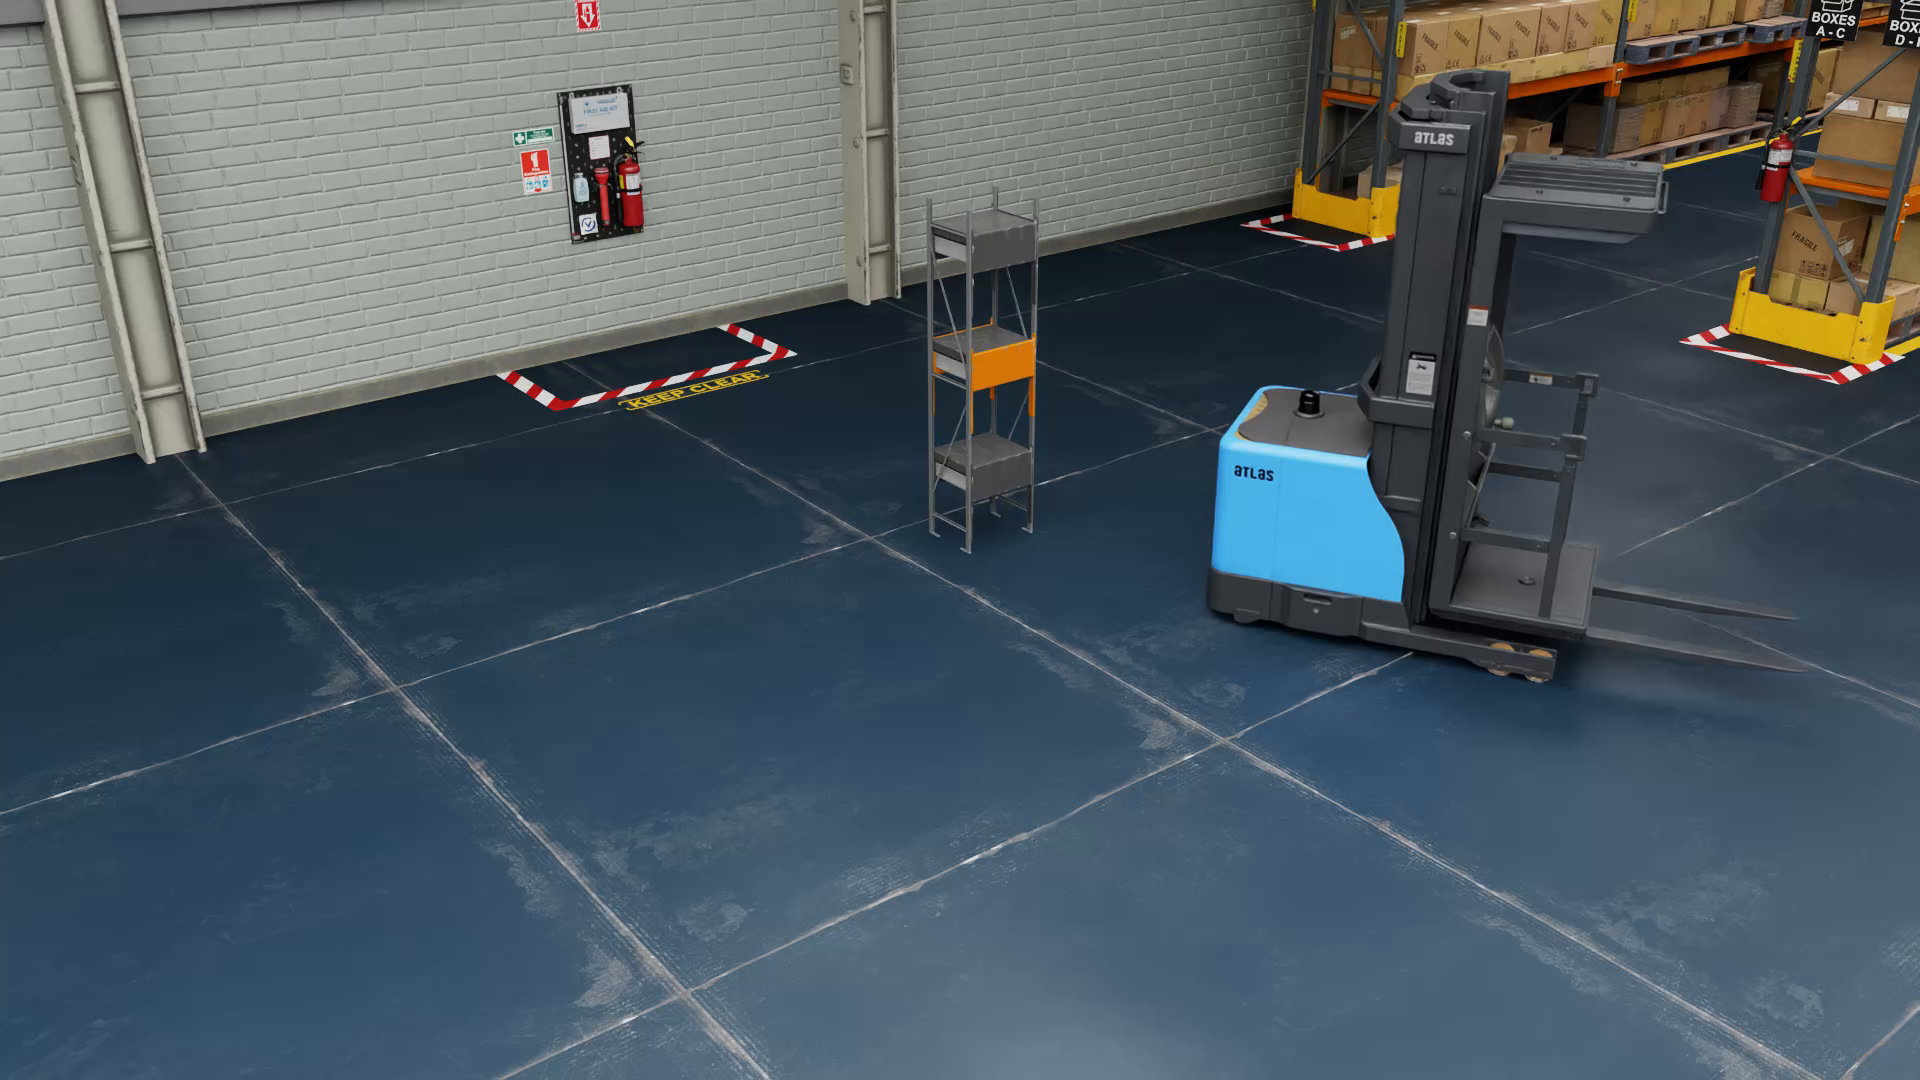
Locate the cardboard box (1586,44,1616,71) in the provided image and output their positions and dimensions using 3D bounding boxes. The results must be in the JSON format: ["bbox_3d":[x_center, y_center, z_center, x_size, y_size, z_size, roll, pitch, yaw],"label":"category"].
[{"bbox_3d":[6.892,-5.388,18.450,0.500,0.250,0.500,-18,30,-34],"label":"cardboard box"}]

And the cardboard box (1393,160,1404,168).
[{"bbox_3d":[4.979,-3.909,17.781,0.500,0.311,0.500,-15,29,-30],"label":"cardboard box"}]

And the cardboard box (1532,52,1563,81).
[{"bbox_3d":[6.109,-5.125,17.884,0.500,0.250,0.500,-18,31,-34],"label":"cardboard box"}]

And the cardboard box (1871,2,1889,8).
[{"bbox_3d":[11.980,-7.339,22.005,0.500,0.500,0.500,-17,30,-33],"label":"cardboard box"}]

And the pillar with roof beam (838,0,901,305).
[{"bbox_3d":[1.882,-4.836,9.980,0.400,9.000,9.100,-18,31,-34],"label":"pillar with roof beam"}]

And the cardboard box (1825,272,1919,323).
[{"bbox_3d":[7.549,-2.000,13.763,0.500,0.250,0.500,-18,31,-34],"label":"cardboard box"}]

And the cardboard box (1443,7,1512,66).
[{"bbox_3d":[5.297,-5.194,17.142,0.500,0.500,0.500,-19,31,-36],"label":"cardboard box"}]

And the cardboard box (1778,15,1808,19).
[{"bbox_3d":[10.627,-6.613,21.211,0.250,0.149,0.380,-19,31,-35],"label":"cardboard box"}]

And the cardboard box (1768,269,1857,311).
[{"bbox_3d":[7.230,-2.171,14.133,0.500,0.250,0.500,-18,31,-34],"label":"cardboard box"}]

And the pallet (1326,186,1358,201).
[{"bbox_3d":[4.651,-3.585,17.724,1.213,0.211,1.003,-18,31,-34],"label":"pallet"}]

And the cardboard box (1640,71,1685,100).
[{"bbox_3d":[8.398,-5.525,20.146,0.500,0.250,0.500,-19,31,-35],"label":"cardboard box"}]

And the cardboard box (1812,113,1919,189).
[{"bbox_3d":[7.365,-3.153,13.362,0.500,0.500,0.700,-18,31,-34],"label":"cardboard box"}]

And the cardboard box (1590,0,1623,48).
[{"bbox_3d":[6.897,-5.726,18.288,0.500,0.500,0.500,-18,31,-34],"label":"cardboard box"}]

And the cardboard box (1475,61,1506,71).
[{"bbox_3d":[5.314,-4.864,17.321,0.500,0.250,0.500,-19,31,-35],"label":"cardboard box"}]

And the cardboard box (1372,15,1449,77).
[{"bbox_3d":[4.491,-4.937,16.587,0.500,0.500,0.500,-18,31,-34],"label":"cardboard box"}]

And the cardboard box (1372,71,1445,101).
[{"bbox_3d":[4.510,-4.594,16.739,0.500,0.250,0.500,-19,31,-35],"label":"cardboard box"}]

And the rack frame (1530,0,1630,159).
[{"bbox_3d":[7.078,-5.670,18.904,0.127,3.000,1.000,-18,31,-34],"label":"rack frame"}]

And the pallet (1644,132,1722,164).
[{"bbox_3d":[8.650,-4.927,20.615,1.213,0.211,1.003,-18,31,-34],"label":"pallet"}]

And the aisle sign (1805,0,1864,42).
[{"bbox_3d":[6.757,-4.250,12.757,0.004,0.787,0.394,-18,31,-34],"label":"aisle sign"}]

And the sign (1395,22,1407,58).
[{"bbox_3d":[4.265,-4.844,16.096,0.005,0.325,0.100,-18,31,-34],"label":"sign"}]

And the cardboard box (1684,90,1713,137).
[{"bbox_3d":[8.840,-5.337,20.633,0.500,0.500,0.700,-18,31,-34],"label":"cardboard box"}]

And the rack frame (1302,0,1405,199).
[{"bbox_3d":[3.930,-4.631,16.665,0.127,3.000,1.000,-18,31,-34],"label":"rack frame"}]

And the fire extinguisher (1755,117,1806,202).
[{"bbox_3d":[6.610,-3.079,13.413,0.183,0.674,0.296,-18,31,-34],"label":"fire extinguisher"}]

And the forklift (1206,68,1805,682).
[{"bbox_3d":[2.945,-0.843,8.584,3.031,2.935,1.130,10,27,20],"label":"forklift"}]

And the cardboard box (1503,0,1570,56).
[{"bbox_3d":[6.104,-5.467,17.731,0.500,0.500,0.500,-19,31,-35],"label":"cardboard box"}]

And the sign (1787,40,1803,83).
[{"bbox_3d":[6.666,-3.807,13.233,0.005,0.325,0.100,-18,31,-34],"label":"sign"}]

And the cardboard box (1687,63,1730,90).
[{"bbox_3d":[9.204,-5.783,20.704,0.500,0.250,0.500,-18,30,-33],"label":"cardboard box"}]

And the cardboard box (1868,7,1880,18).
[{"bbox_3d":[12.039,-7.081,22.219,0.250,0.149,0.380,-17,30,-32],"label":"cardboard box"}]

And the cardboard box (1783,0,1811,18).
[{"bbox_3d":[10.766,-6.940,21.144,0.500,0.500,0.500,-17,30,-33],"label":"cardboard box"}]

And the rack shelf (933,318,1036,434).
[{"bbox_3d":[0.130,-0.983,9.906,0.480,0.518,0.431,-18,31,-34],"label":"rack shelf"}]

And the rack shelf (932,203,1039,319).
[{"bbox_3d":[0.130,-1.618,9.612,0.480,0.518,0.431,-18,31,-34],"label":"rack shelf"}]

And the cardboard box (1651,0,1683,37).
[{"bbox_3d":[7.944,-6.179,19.359,0.500,0.500,0.700,-15,29,-29],"label":"cardboard box"}]

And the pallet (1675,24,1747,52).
[{"bbox_3d":[8.693,-6.094,20.046,1.213,0.211,1.003,-18,31,-34],"label":"pallet"}]

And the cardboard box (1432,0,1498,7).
[{"bbox_3d":[5.373,-5.499,17.799,0.500,0.500,0.500,-18,30,-33],"label":"cardboard box"}]

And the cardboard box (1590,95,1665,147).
[{"bbox_3d":[8.022,-5.083,20.087,0.500,0.500,0.700,-19,31,-35],"label":"cardboard box"}]

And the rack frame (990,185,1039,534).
[{"bbox_3d":[0.322,-1.059,10.037,0.015,2.100,0.400,-18,31,-34],"label":"rack frame"}]

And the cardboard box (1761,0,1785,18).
[{"bbox_3d":[9.862,-6.829,20.759,0.500,0.500,0.700,-23,33,-40],"label":"cardboard box"}]

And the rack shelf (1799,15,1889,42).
[{"bbox_3d":[11.799,-6.902,22.414,4.000,0.370,1.077,-18,31,-34],"label":"rack shelf"}]

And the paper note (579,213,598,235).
[{"bbox_3d":[-2.924,-2.489,13.096,0.142,0.148,0.016,-18,31,-34],"label":"paper note"}]

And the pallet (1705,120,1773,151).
[{"bbox_3d":[9.610,-5.242,21.294,1.213,0.211,1.003,-18,31,-34],"label":"pallet"}]

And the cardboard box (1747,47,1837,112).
[{"bbox_3d":[10.885,-6.072,21.825,0.750,0.750,0.750,-19,31,-35],"label":"cardboard box"}]

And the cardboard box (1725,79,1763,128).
[{"bbox_3d":[9.691,-5.571,21.136,0.500,0.500,0.700,-18,30,-33],"label":"cardboard box"}]

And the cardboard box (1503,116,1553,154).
[{"bbox_3d":[6.286,-4.453,18.728,0.500,0.500,0.500,-21,32,-38],"label":"cardboard box"}]

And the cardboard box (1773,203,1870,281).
[{"bbox_3d":[7.228,-2.512,13.977,0.500,0.500,0.500,-18,31,-34],"label":"cardboard box"}]

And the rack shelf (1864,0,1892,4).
[{"bbox_3d":[8.564,-4.545,13.771,4.000,0.370,1.077,-18,31,-34],"label":"rack shelf"}]

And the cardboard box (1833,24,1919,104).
[{"bbox_3d":[7.407,-3.756,13.119,0.500,0.500,0.700,-18,30,-34],"label":"cardboard box"}]

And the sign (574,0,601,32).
[{"bbox_3d":[-2.810,-3.994,12.539,0.199,0.298,0.001,-18,31,-34],"label":"sign"}]

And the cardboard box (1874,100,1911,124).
[{"bbox_3d":[7.432,-3.361,13.040,0.250,0.149,0.380,-19,31,-34],"label":"cardboard box"}]

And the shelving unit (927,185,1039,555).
[{"bbox_3d":[0.130,-0.995,9.901,0.503,2.100,0.431,-18,31,-34],"label":"shelving unit"}]

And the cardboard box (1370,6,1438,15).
[{"bbox_3d":[4.572,-5.233,17.225,0.500,0.500,0.500,-18,30,-33],"label":"cardboard box"}]

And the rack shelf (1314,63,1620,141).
[{"bbox_3d":[5.504,-4.824,17.936,4.000,0.370,1.077,-18,31,-34],"label":"rack shelf"}]

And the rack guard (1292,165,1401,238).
[{"bbox_3d":[3.990,-3.517,17.234,0.348,0.500,1.175,-18,31,-34],"label":"rack guard"}]

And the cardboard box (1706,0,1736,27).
[{"bbox_3d":[8.895,-6.498,20.046,0.500,0.500,0.700,-18,31,-34],"label":"cardboard box"}]
